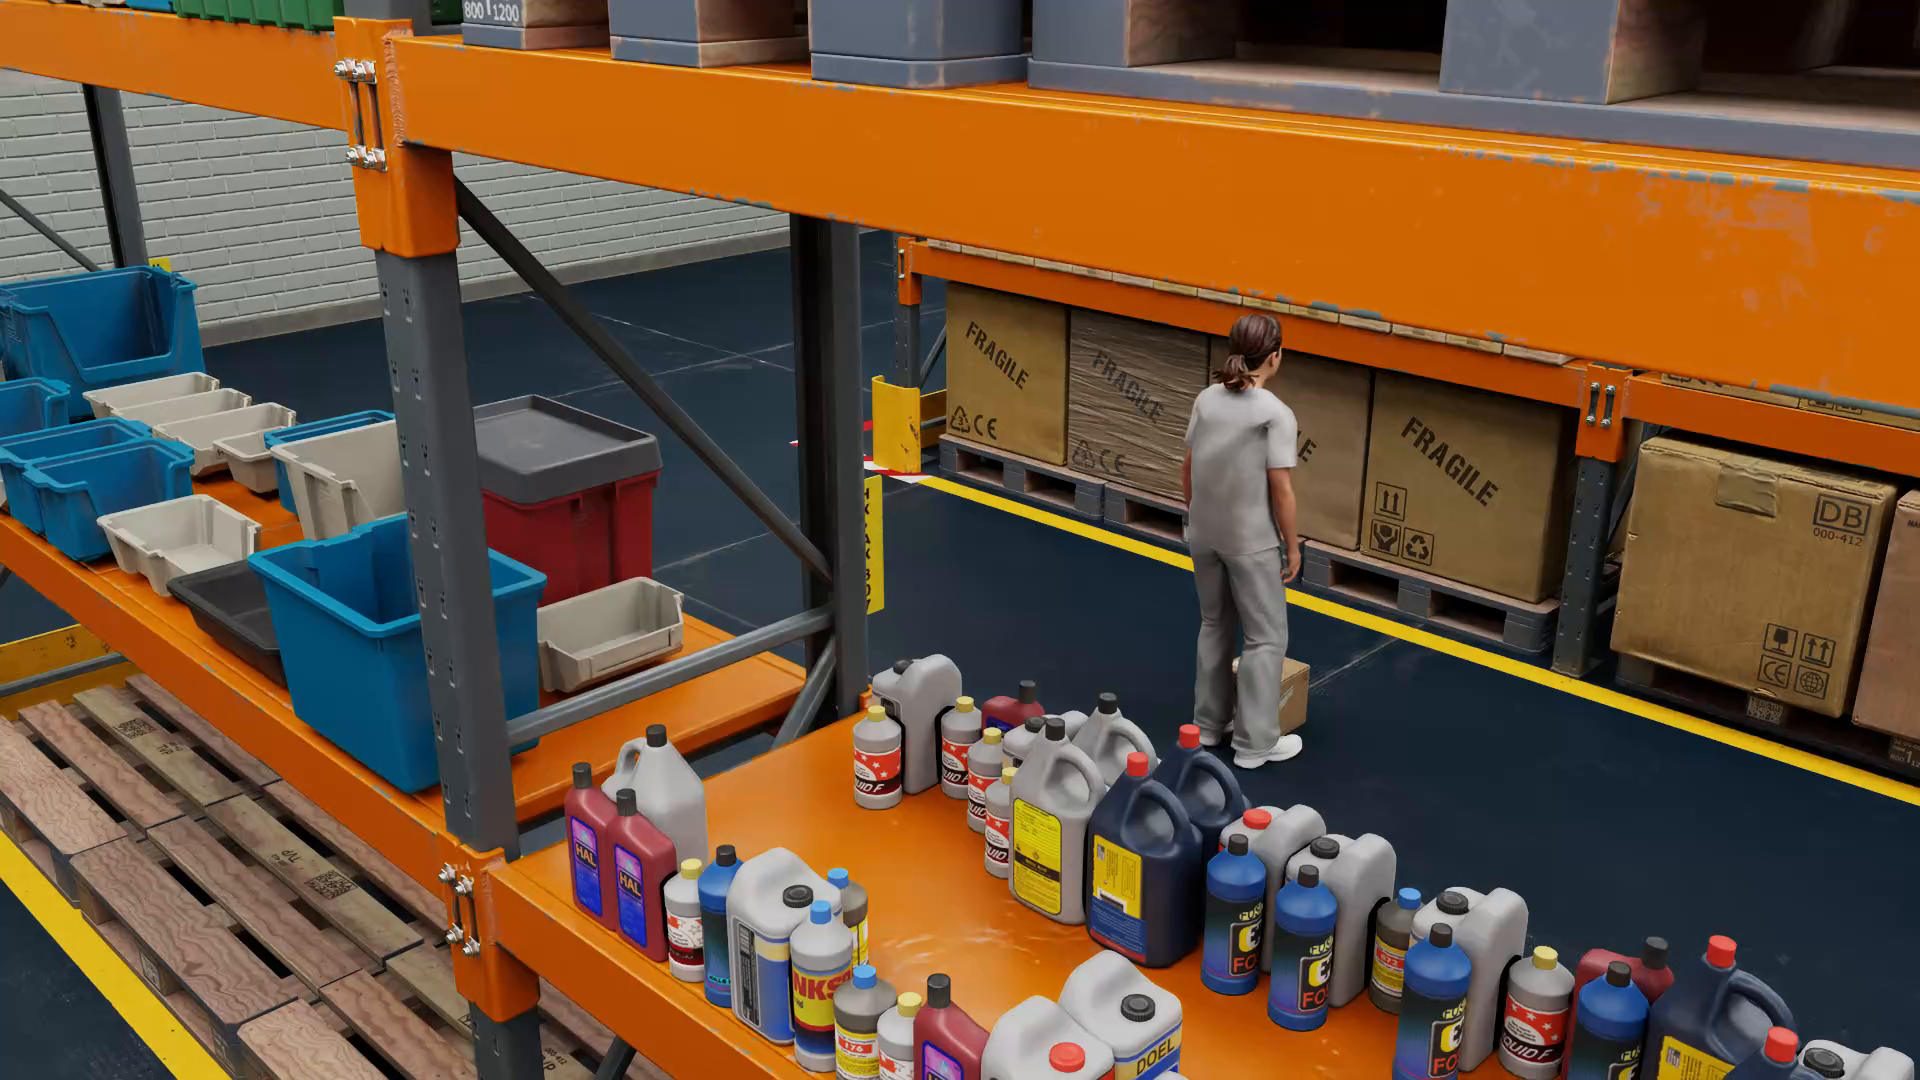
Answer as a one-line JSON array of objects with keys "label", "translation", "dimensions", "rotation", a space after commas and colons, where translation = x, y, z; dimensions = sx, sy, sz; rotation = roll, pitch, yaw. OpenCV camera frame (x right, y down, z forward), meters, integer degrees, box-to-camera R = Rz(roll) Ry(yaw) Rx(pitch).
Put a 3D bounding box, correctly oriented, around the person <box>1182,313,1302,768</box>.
[{"label": "person", "translation": [1.037, -0.002, 6.085], "dimensions": [0.485, 1.673, 0.407], "rotation": [19, 28, 41]}]
